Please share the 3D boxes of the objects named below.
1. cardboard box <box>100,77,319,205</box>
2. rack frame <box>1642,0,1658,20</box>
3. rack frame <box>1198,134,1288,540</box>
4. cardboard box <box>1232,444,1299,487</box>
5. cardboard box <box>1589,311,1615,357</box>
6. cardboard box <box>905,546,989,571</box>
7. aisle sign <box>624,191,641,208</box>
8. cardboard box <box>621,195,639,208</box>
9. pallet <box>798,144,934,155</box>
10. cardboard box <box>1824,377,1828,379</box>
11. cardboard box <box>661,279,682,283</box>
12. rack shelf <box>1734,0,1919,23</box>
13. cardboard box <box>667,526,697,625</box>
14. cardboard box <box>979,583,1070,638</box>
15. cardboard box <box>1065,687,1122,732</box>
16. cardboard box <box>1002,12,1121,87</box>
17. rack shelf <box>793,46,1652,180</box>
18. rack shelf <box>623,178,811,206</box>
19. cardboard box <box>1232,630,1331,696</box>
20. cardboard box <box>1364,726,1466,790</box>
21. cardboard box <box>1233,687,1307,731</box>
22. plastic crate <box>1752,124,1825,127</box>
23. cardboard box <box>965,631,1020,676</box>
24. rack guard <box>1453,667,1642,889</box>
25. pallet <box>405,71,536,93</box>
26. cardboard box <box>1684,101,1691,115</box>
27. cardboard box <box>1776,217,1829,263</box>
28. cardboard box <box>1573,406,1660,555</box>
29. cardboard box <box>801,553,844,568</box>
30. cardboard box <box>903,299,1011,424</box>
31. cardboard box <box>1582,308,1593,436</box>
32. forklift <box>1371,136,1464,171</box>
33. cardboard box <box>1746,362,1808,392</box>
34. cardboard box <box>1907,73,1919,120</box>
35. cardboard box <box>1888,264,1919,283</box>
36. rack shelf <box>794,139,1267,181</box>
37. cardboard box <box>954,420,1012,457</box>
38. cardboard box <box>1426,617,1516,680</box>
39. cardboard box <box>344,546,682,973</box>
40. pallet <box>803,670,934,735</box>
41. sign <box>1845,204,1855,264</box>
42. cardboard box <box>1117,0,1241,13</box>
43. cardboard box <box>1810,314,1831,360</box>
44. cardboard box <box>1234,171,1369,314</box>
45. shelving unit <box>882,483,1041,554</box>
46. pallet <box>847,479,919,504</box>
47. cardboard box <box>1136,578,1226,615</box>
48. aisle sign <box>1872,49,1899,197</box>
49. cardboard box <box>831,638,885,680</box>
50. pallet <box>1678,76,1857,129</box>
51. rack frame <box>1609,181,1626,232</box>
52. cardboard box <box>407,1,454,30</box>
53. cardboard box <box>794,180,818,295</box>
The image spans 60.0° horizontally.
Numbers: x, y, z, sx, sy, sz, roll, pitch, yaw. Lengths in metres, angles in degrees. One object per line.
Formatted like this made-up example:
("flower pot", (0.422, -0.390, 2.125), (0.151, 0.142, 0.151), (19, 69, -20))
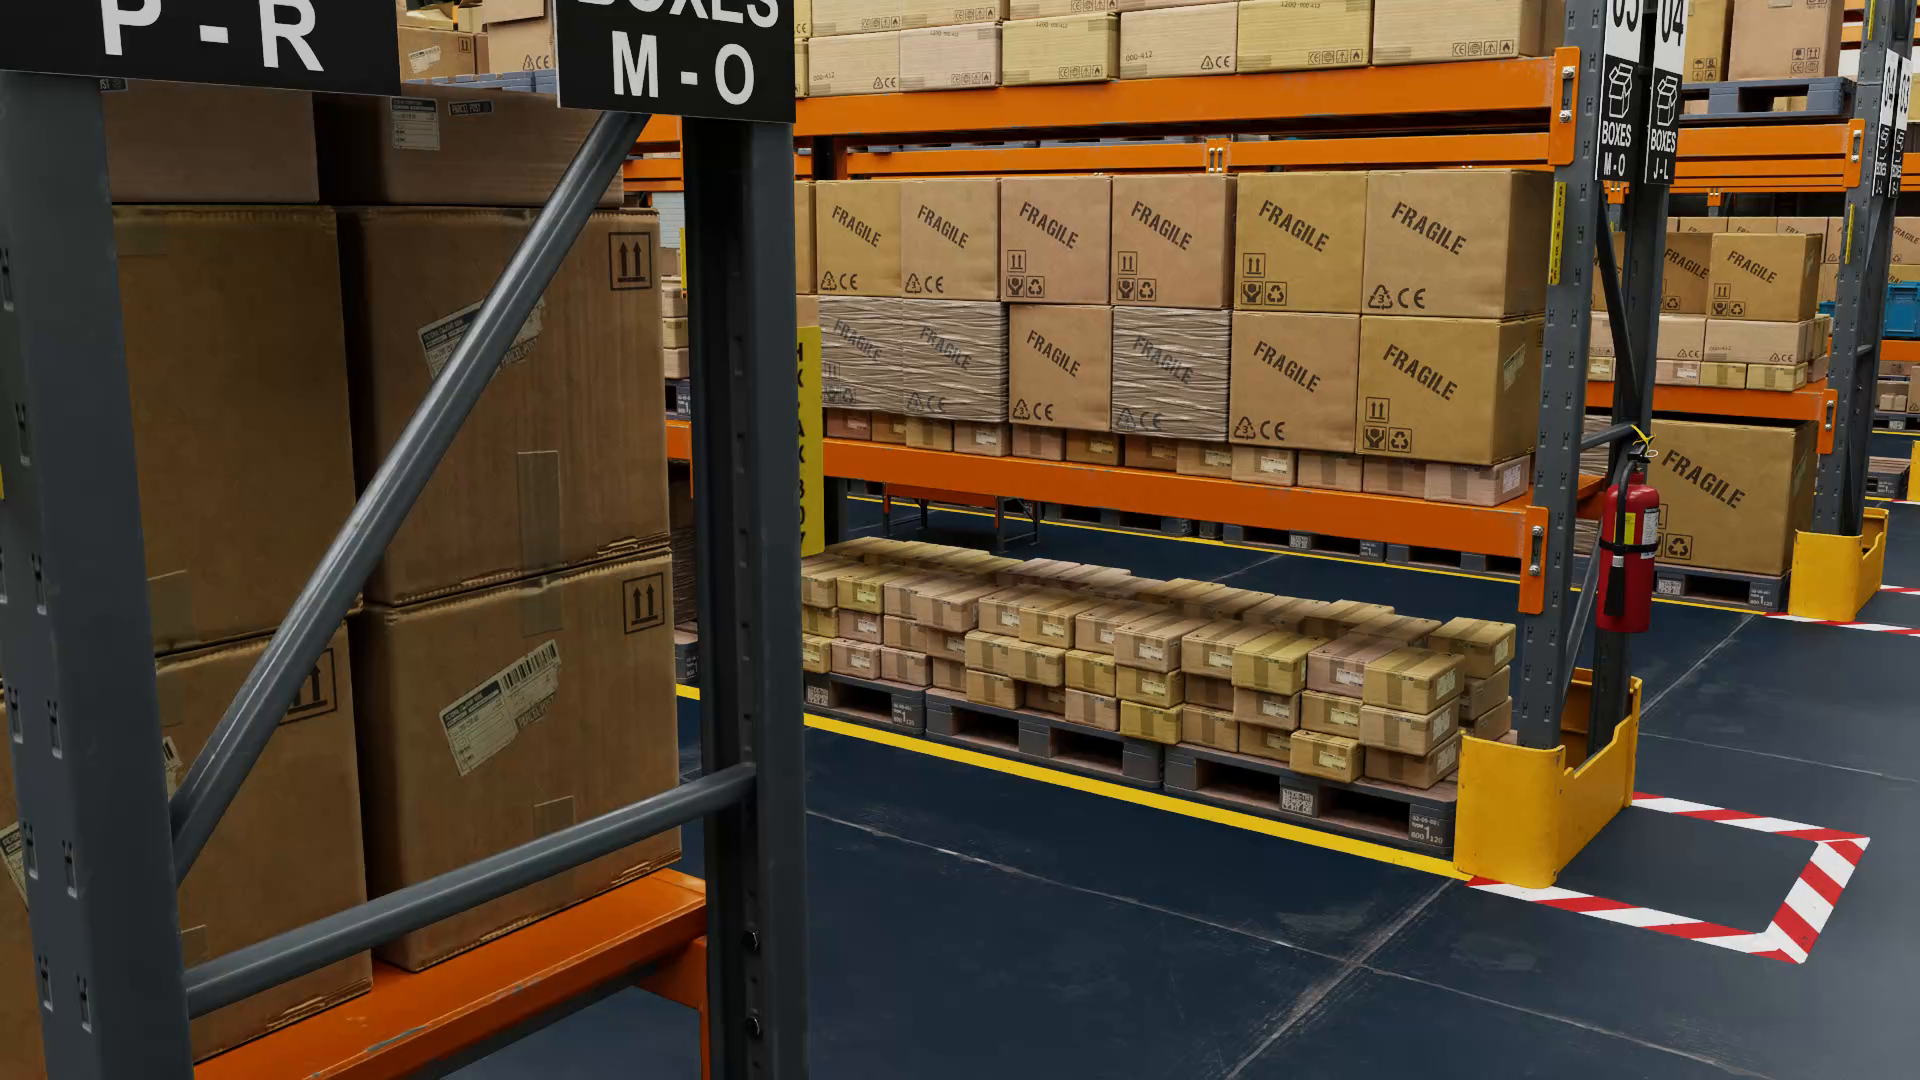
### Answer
("cardboard box", (-0.969, -0.455, 1.883), (0.250, 0.149, 0.380), (8, 14, 36))
("rack frame", (2.287, -3.302, 5.405), (0.127, 3.000, 1.000), (8, 13, 36))
("rack frame", (2.080, -1.554, 12.165), (0.127, 3.000, 1.000), (8, 13, 36))
("cardboard box", (1.248, -0.311, 6.402), (0.250, 0.149, 0.380), (8, 14, 37))
("cardboard box", (3.938, -1.305, 10.489), (0.500, 0.250, 0.500), (7, 13, 34))
("cardboard box", (-0.062, 0.145, 8.217), (0.250, 0.149, 0.380), (8, 13, 35))
("aisle sign", (-4.542, -4.991, 23.088), (0.004, 0.787, 0.394), (8, 13, 36))
("cardboard box", (-3.810, -2.843, 16.145), (1.000, 1.000, 1.000), (8, 14, 36))
("pallet", (-0.593, -3.319, 13.891), (1.003, 0.211, 1.213), (9, 14, 38))
("cardboard box", (10.095, -1.704, 19.019), (0.500, 0.250, 0.500), (8, 13, 36))
("cardboard box", (-1.416, -1.355, 9.128), (0.250, 0.149, 0.380), (8, 14, 36))
("rack shelf", (6.624, -4.483, 14.459), (4.000, 0.370, 1.077), (8, 13, 36))
("cardboard box", (-1.683, 0.170, 8.727), (0.500, 0.500, 0.500), (8, 13, 34))
("cardboard box", (0.287, 0.312, 7.355), (0.250, 0.149, 0.380), (7, 13, 33))
("cardboard box", (0.652, 0.675, 7.044), (0.250, 0.149, 0.380), (8, 14, 37))
("cardboard box", (0.516, -1.937, 6.642), (0.500, 0.250, 0.500), (9, 14, 38))
("rack shelf", (0.675, -1.701, 6.920), (4.000, 0.370, 1.077), (8, 13, 36))
("rack shelf", (-3.048, -4.556, 21.680), (4.000, 0.370, 1.077), (8, 13, 36))
("cardboard box", (1.258, 0.478, 6.498), (0.250, 0.149, 0.380), (8, 13, 34))
("cardboard box", (1.739, 0.810, 6.346), (0.250, 0.149, 0.380), (8, 14, 36))
("cardboard box", (1.273, 0.617, 6.559), (0.250, 0.149, 0.380), (7, 13, 33))
("plastic crate", (7.167, -3.519, 14.587), (0.767, 0.338, 0.504), (8, 13, 36))
("cardboard box", (0.230, 0.471, 7.314), (0.250, 0.149, 0.380), (8, 13, 35))
("rack guard", (2.226, 0.862, 6.256), (0.348, 0.500, 1.175), (8, 13, 36))
("pallet", (-2.209, -2.388, 9.075), (1.003, 0.211, 1.213), (8, 13, 36))
("cardboard box", (8.362, -5.034, 19.361), (0.500, 0.500, 0.700), (8, 13, 36))
("cardboard box", (9.407, -3.340, 18.504), (0.500, 0.500, 0.500), (8, 14, 37))
("cardboard box", (4.008, -0.429, 10.840), (0.875, 0.875, 0.875), (8, 13, 36))
("cardboard box", (-0.782, 0.166, 8.109), (0.250, 0.149, 0.380), (9, 14, 38))
("cardboard box", (0.101, -0.790, 7.171), (0.500, 0.500, 0.500), (8, 13, 34))
("cardboard box", (2.089, -0.644, 6.416), (0.500, 0.500, 0.500), (9, 14, 38))
("forklift", (3.181, -1.809, 13.665), (3.031, 2.935, 1.130), (9, 14, 38))
("cardboard box", (4.822, -0.971, 9.811), (0.250, 0.149, 0.380), (8, 14, 37))
("cardboard box", (10.394, -4.758, 17.932), (0.500, 0.500, 0.700), (8, 13, 36))
("cardboard box", (10.229, -2.736, 18.012), (0.500, 0.500, 0.500), (8, 14, 36))
("rack shelf", (0.468, -2.898, 13.111), (4.000, 0.370, 1.077), (8, 13, 36))
("cardboard box", (0.188, -0.460, 7.173), (0.250, 0.149, 0.380), (9, 14, 38))
("cardboard box", (2.066, 0.434, 6.722), (0.250, 0.149, 0.380), (7, 13, 33))
("cardboard box", (-0.778, 0.266, 2.495), (0.500, 0.500, 0.500), (8, 13, 35))
("pallet", (-0.375, 0.633, 8.202), (1.213, 0.211, 1.003), (8, 13, 36))
("sign", (4.972, -1.708, 9.287), (0.005, 0.325, 0.100), (8, 13, 36))
("cardboard box", (0.941, -2.129, 6.319), (0.500, 0.250, 0.500), (8, 14, 36))
("cardboard box", (5.077, -1.272, 10.319), (0.500, 0.250, 0.500), (8, 13, 34))
("cardboard box", (1.363, -1.113, 6.206), (0.500, 0.500, 0.500), (7, 13, 34))
("shelving unit", (0.005, -0.552, 11.919), (1.048, 1.125, 0.538), (8, 13, 36))
("pallet", (-0.553, -0.535, 14.237), (1.213, 0.211, 1.003), (8, 13, 36))
("cardboard box", (0.993, 0.289, 7.472), (0.250, 0.149, 0.380), (8, 14, 36))
("aisle sign", (5.185, -2.327, 9.315), (0.004, 0.787, 0.394), (8, 13, 36))
("cardboard box", (-0.388, 0.527, 7.806), (0.250, 0.149, 0.380), (8, 13, 35))
("pallet", (4.700, -2.615, 9.987), (1.213, 0.211, 1.003), (8, 13, 36))
("rack frame", (7.947, -3.070, 20.002), (0.127, 3.000, 1.000), (8, 13, 36))
("cardboard box", (-3.259, -3.092, 9.941), (0.258, 0.266, 0.396), (8, 13, 36))
("cardboard box", (-0.717, -1.404, 7.711), (0.500, 0.500, 0.500), (8, 14, 37))
